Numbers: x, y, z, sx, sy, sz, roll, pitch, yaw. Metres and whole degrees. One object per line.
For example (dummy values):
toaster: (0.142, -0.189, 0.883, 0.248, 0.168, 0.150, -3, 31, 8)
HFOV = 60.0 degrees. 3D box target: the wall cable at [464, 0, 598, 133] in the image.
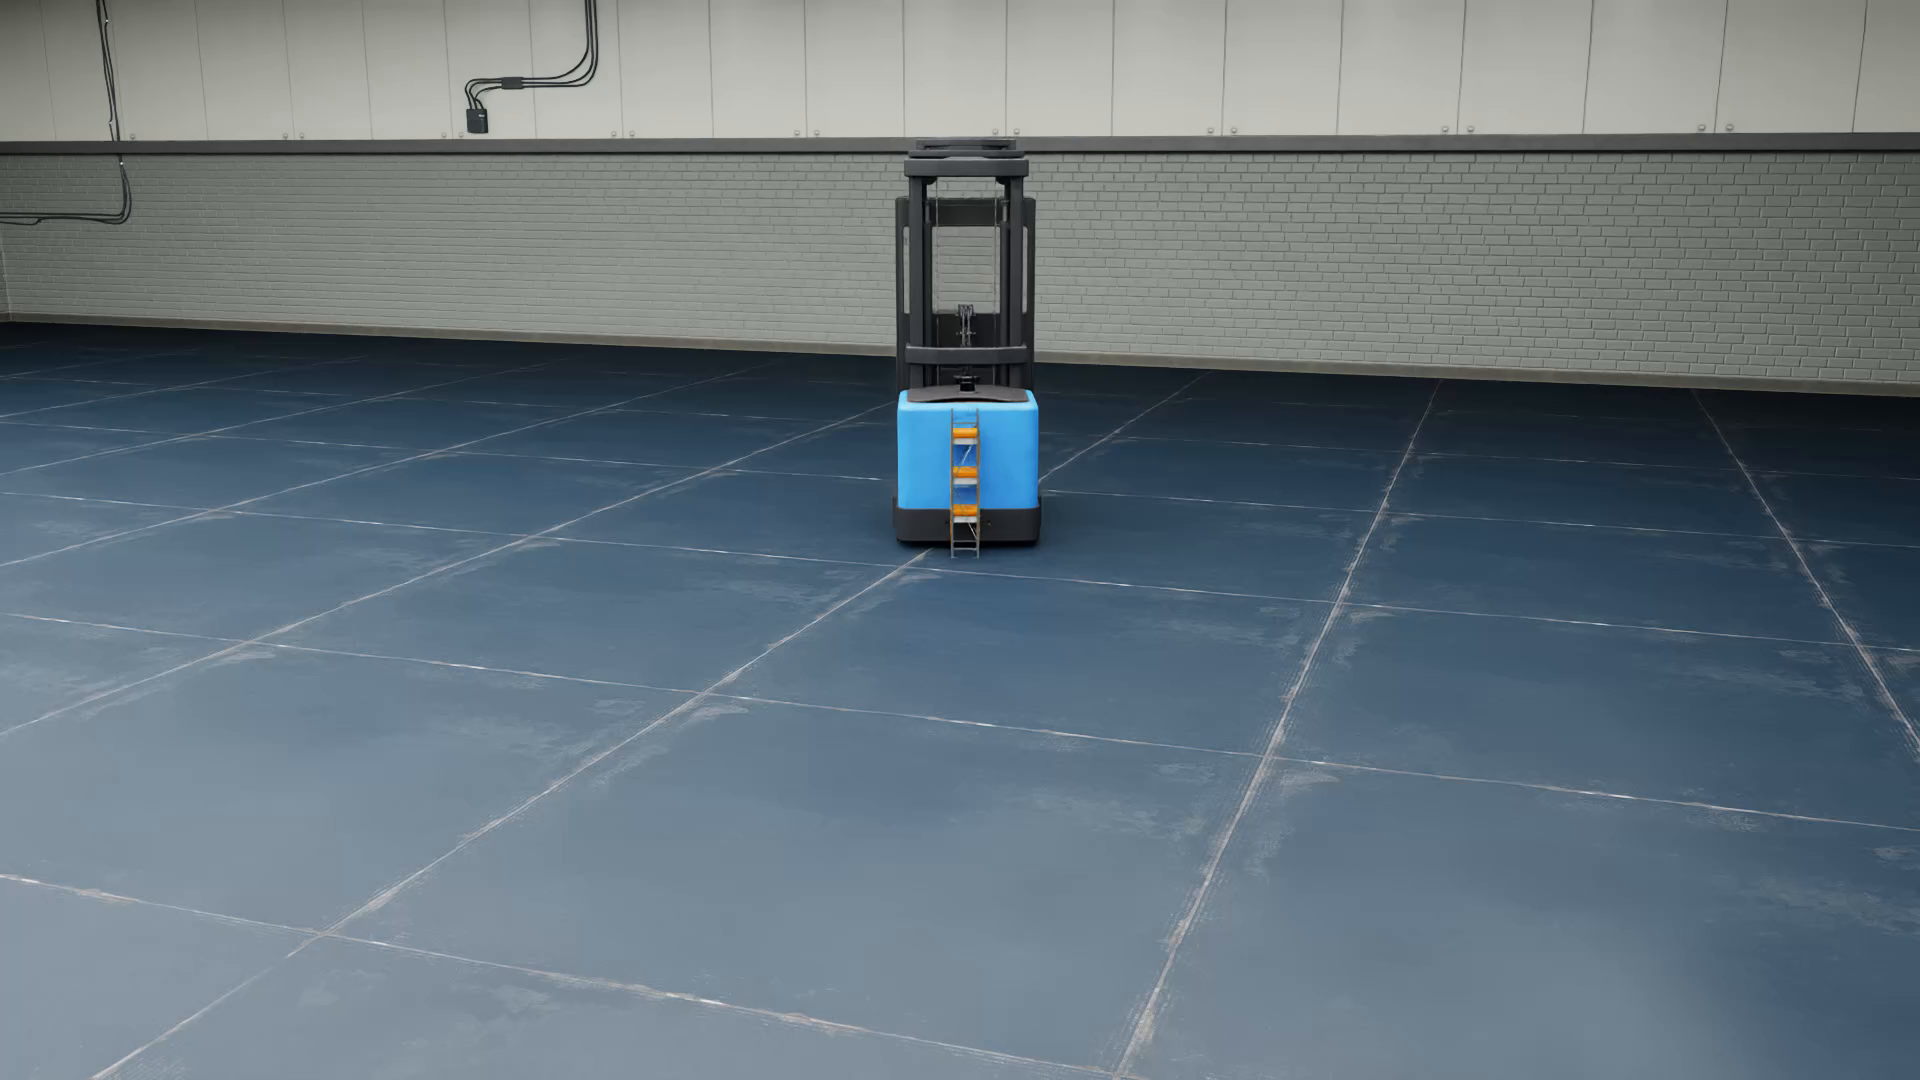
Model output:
wall cable: (-6.482, -9.125, 24.603, 2.305, 6.003, 0.169, 4, 14, 18)

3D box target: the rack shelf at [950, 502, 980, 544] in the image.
rack shelf: (0.035, -0.124, 11.966, 0.215, 0.259, 0.240, 0, 13, -1)

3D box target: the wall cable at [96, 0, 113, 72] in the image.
wall cable: (-12.900, -8.908, 26.921, 3.097, 2.526, 0.112, 4, 14, 18)

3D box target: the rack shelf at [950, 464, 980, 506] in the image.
rack shelf: (0.035, -0.395, 11.905, 0.215, 0.259, 0.240, 0, 13, -1)

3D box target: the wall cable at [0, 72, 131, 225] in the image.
wall cable: (-15.460, -6.640, 28.336, 3.097, 2.526, 0.112, 4, 14, 18)

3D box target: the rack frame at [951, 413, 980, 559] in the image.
rack frame: (0.037, -0.378, 11.783, 0.200, 1.050, 0.008, 0, 13, -1)

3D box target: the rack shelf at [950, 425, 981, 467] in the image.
rack shelf: (0.035, -0.671, 11.841, 0.215, 0.259, 0.240, 0, 13, -1)

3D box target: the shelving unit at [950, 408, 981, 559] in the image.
shelving unit: (0.035, -0.405, 11.902, 0.215, 1.050, 0.252, 0, 13, -1)

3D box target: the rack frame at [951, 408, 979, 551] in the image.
rack frame: (0.033, -0.432, 12.021, 0.200, 1.050, 0.008, 0, 13, -1)

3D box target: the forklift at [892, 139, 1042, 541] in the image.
forklift: (0.037, -1.688, 13.297, 1.130, 2.935, 3.031, 0, 13, -1)
